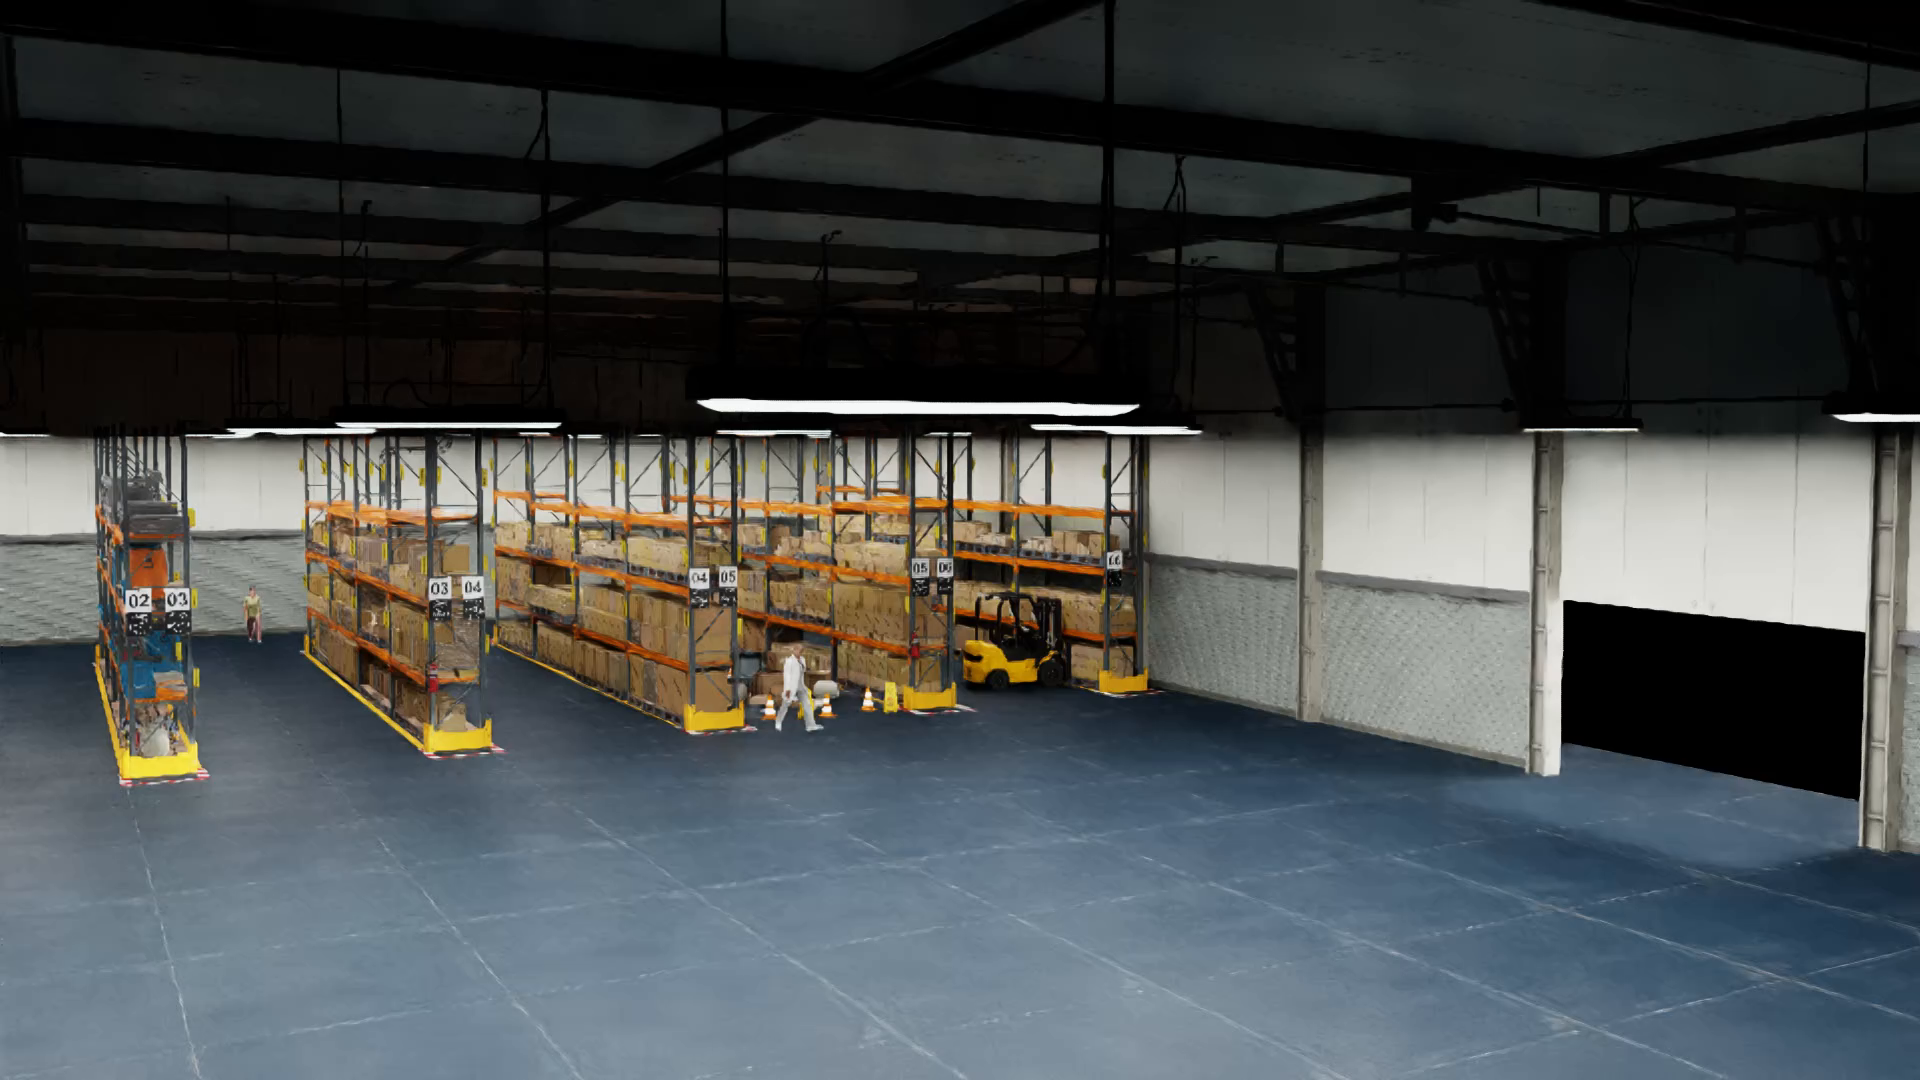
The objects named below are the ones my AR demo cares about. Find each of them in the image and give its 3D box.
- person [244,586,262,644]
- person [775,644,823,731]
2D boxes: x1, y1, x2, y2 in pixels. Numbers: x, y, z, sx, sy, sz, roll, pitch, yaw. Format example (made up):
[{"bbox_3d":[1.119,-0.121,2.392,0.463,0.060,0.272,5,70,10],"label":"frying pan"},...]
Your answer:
[{"bbox_3d":[-19.826,2.090,46.612,0.448,1.590,1.110,-2,4,-26],"label":"person"},{"bbox_3d":[-3.207,2.887,32.575,1.026,1.735,0.635,3,4,39],"label":"person"}]
